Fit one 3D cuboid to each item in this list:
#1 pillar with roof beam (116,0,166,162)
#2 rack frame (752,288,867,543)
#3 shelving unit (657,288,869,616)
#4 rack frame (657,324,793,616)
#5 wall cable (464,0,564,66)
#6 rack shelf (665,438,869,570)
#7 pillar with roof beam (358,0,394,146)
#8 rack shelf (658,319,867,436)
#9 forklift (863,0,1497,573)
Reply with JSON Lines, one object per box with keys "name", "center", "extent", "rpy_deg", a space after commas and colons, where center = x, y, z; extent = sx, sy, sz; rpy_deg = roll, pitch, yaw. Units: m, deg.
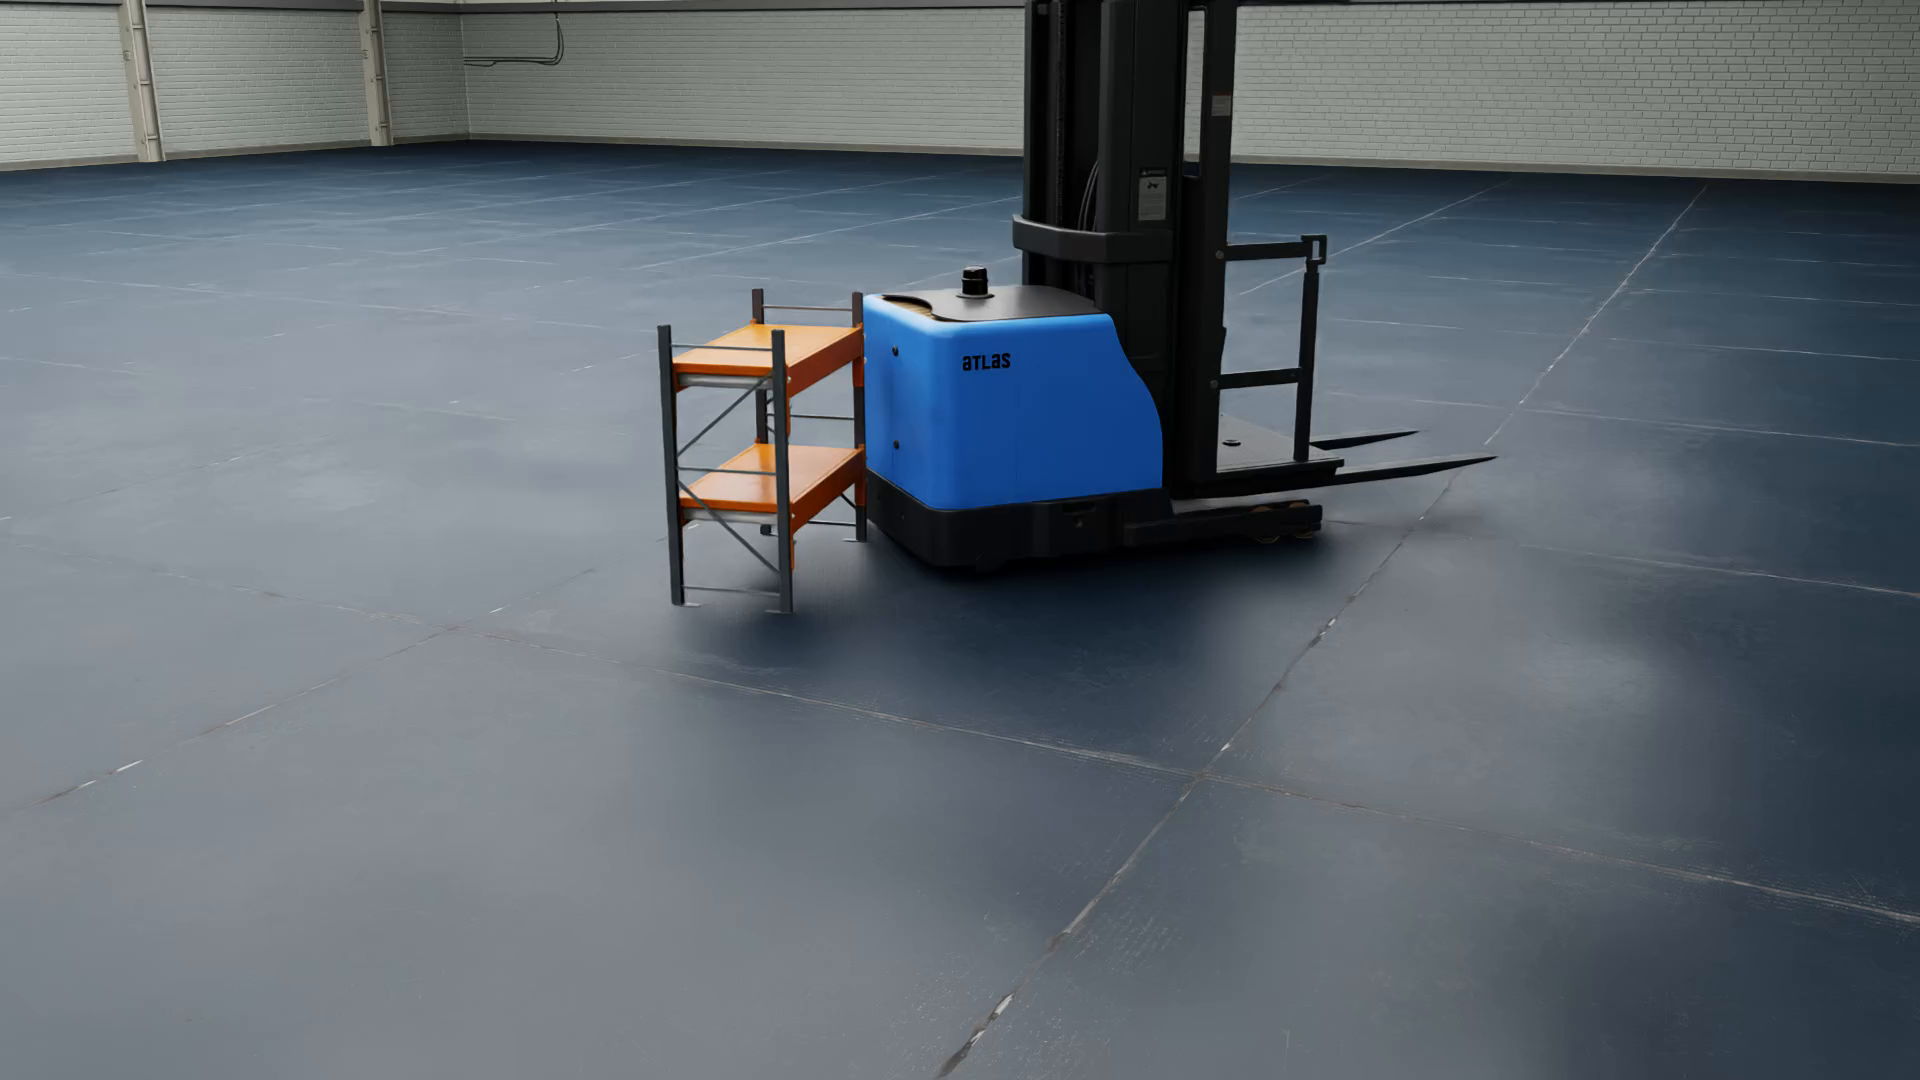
{"name": "pillar with roof beam", "center": [-11.807, -11.102, 29.097], "extent": [9.100, 9.000, 0.400], "rpy_deg": [8, 18, 25]}
{"name": "rack frame", "center": [-0.664, -0.545, 7.383], "extent": [0.500, 1.125, 0.032], "rpy_deg": [4, 17, 13]}
{"name": "shelving unit", "center": [-0.784, -0.404, 6.909], "extent": [0.538, 1.125, 1.048], "rpy_deg": [4, 17, 13]}
{"name": "rack frame", "center": [-0.904, -0.263, 6.436], "extent": [0.500, 1.125, 0.032], "rpy_deg": [4, 17, 13]}
{"name": "wall cable", "center": [-10.478, -12.271, 38.489], "extent": [3.097, 2.526, 0.112], "rpy_deg": [8, 18, 25]}
{"name": "rack shelf", "center": [-0.784, -0.170, 6.979], "extent": [0.538, 0.278, 1.000], "rpy_deg": [4, 17, 13]}
{"name": "pillar with roof beam", "center": [-9.126, -12.630, 34.243], "extent": [9.100, 9.000, 0.400], "rpy_deg": [8, 18, 25]}
{"name": "rack shelf", "center": [-0.784, -0.685, 6.826], "extent": [0.538, 0.278, 1.000], "rpy_deg": [4, 17, 13]}
{"name": "forklift", "center": [1.095, -1.518, 7.488], "extent": [3.031, 2.935, 1.130], "rpy_deg": [-7, 18, -22]}
